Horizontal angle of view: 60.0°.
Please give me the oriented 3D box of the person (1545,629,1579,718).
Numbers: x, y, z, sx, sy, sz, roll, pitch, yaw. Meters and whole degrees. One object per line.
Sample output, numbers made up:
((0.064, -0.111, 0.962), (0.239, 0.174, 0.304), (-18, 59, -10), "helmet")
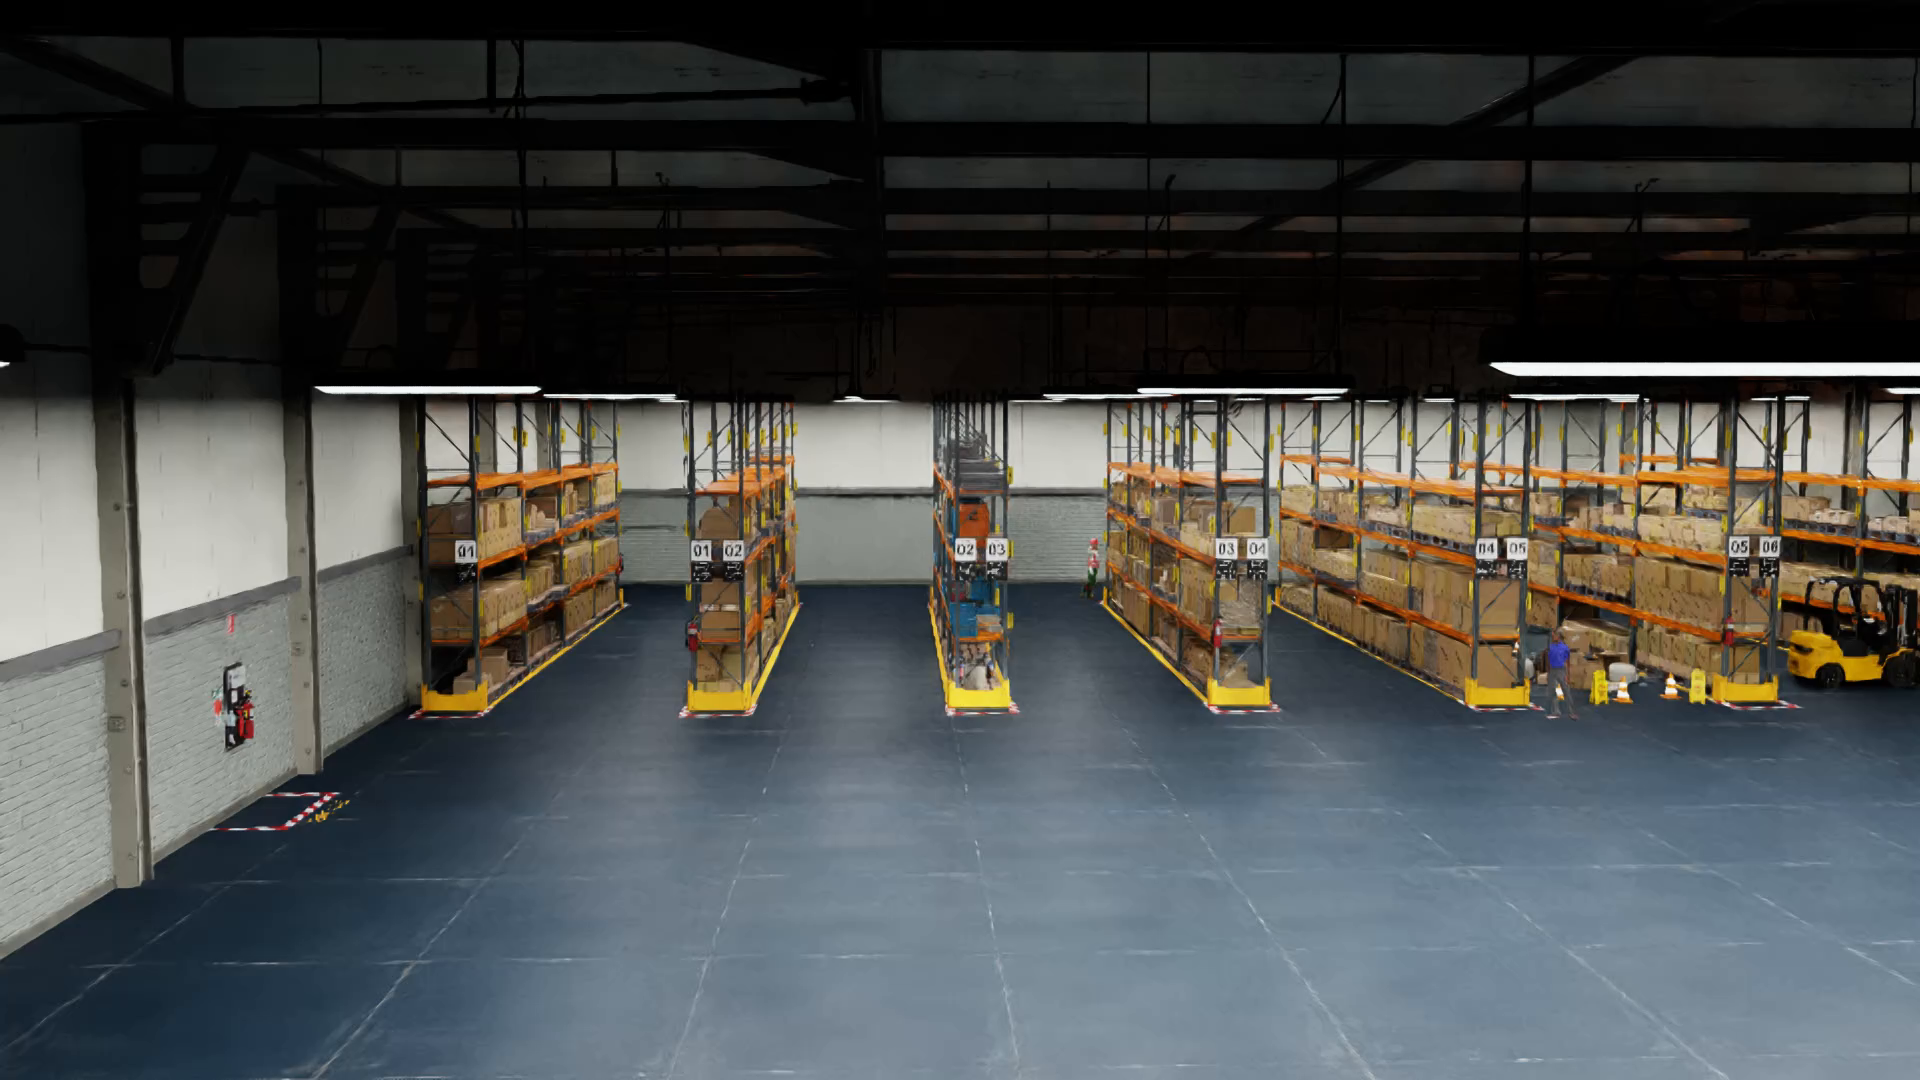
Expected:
((10.988, 2.441, 30.356), (0.517, 1.635, 0.567), (-3, 5, -30), "person")

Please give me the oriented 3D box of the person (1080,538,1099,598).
((3.829, 0.829, 48.986), (0.460, 1.780, 0.704), (3, 5, 30), "person")

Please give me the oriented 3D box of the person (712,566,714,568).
((-6.803, 1.102, 46.136), (0.729, 1.733, 0.546), (0, 5, -4), "person")
